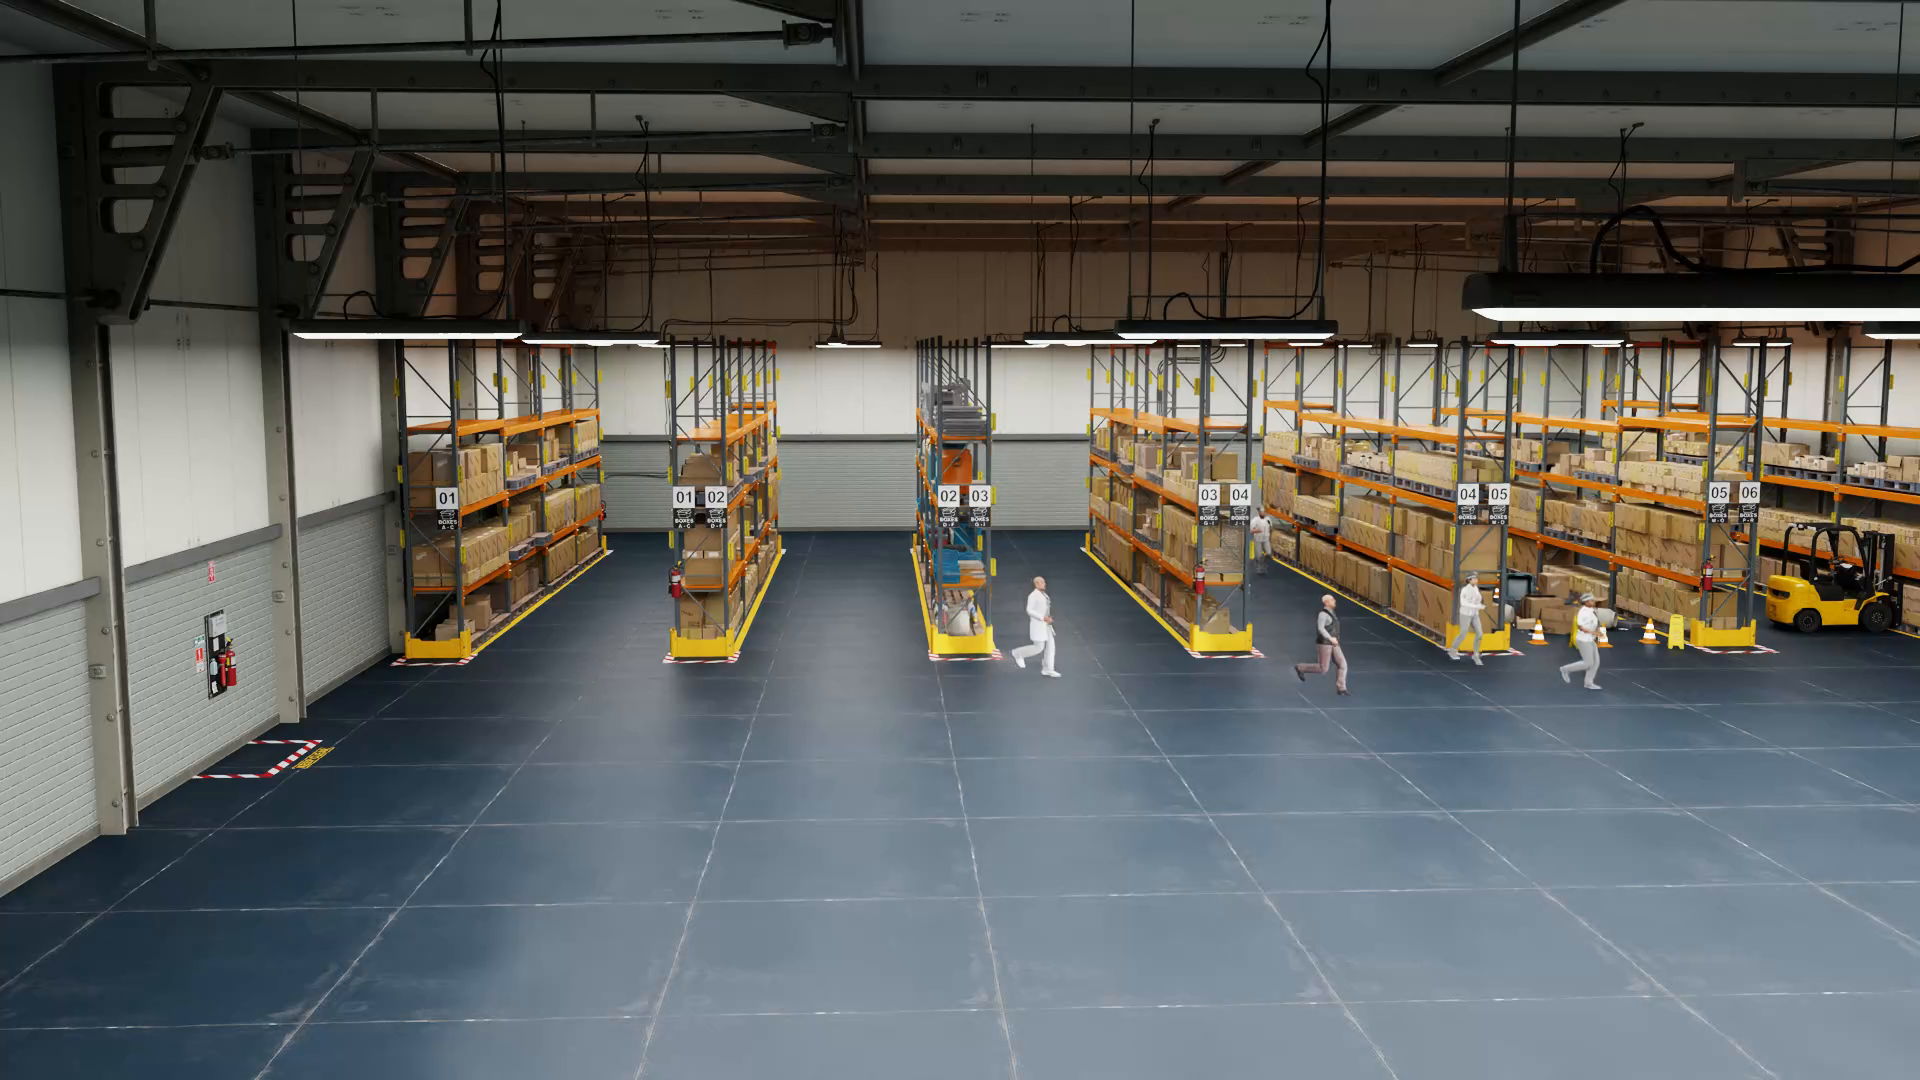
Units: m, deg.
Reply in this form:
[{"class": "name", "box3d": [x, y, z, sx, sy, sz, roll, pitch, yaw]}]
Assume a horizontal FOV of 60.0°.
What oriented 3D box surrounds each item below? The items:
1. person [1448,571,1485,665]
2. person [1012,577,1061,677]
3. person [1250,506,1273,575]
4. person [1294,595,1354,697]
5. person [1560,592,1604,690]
[{"class": "person", "box3d": [9.353, 1.437, 30.553, 0.627, 1.762, 0.740, -5, 8, -36]}, {"class": "person", "box3d": [1.370, 1.527, 29.408, 0.923, 1.779, 0.724, 3, 7, 26]}, {"class": "person", "box3d": [7.757, 0.021, 42.593, 0.644, 1.792, 0.656, 0, 7, -4]}, {"class": "person", "box3d": [6.101, 1.760, 27.752, 0.998, 1.710, 0.643, 4, 8, 33]}, {"class": "person", "box3d": [10.585, 1.695, 28.223, 0.690, 1.653, 0.553, 4, 8, 34]}]
